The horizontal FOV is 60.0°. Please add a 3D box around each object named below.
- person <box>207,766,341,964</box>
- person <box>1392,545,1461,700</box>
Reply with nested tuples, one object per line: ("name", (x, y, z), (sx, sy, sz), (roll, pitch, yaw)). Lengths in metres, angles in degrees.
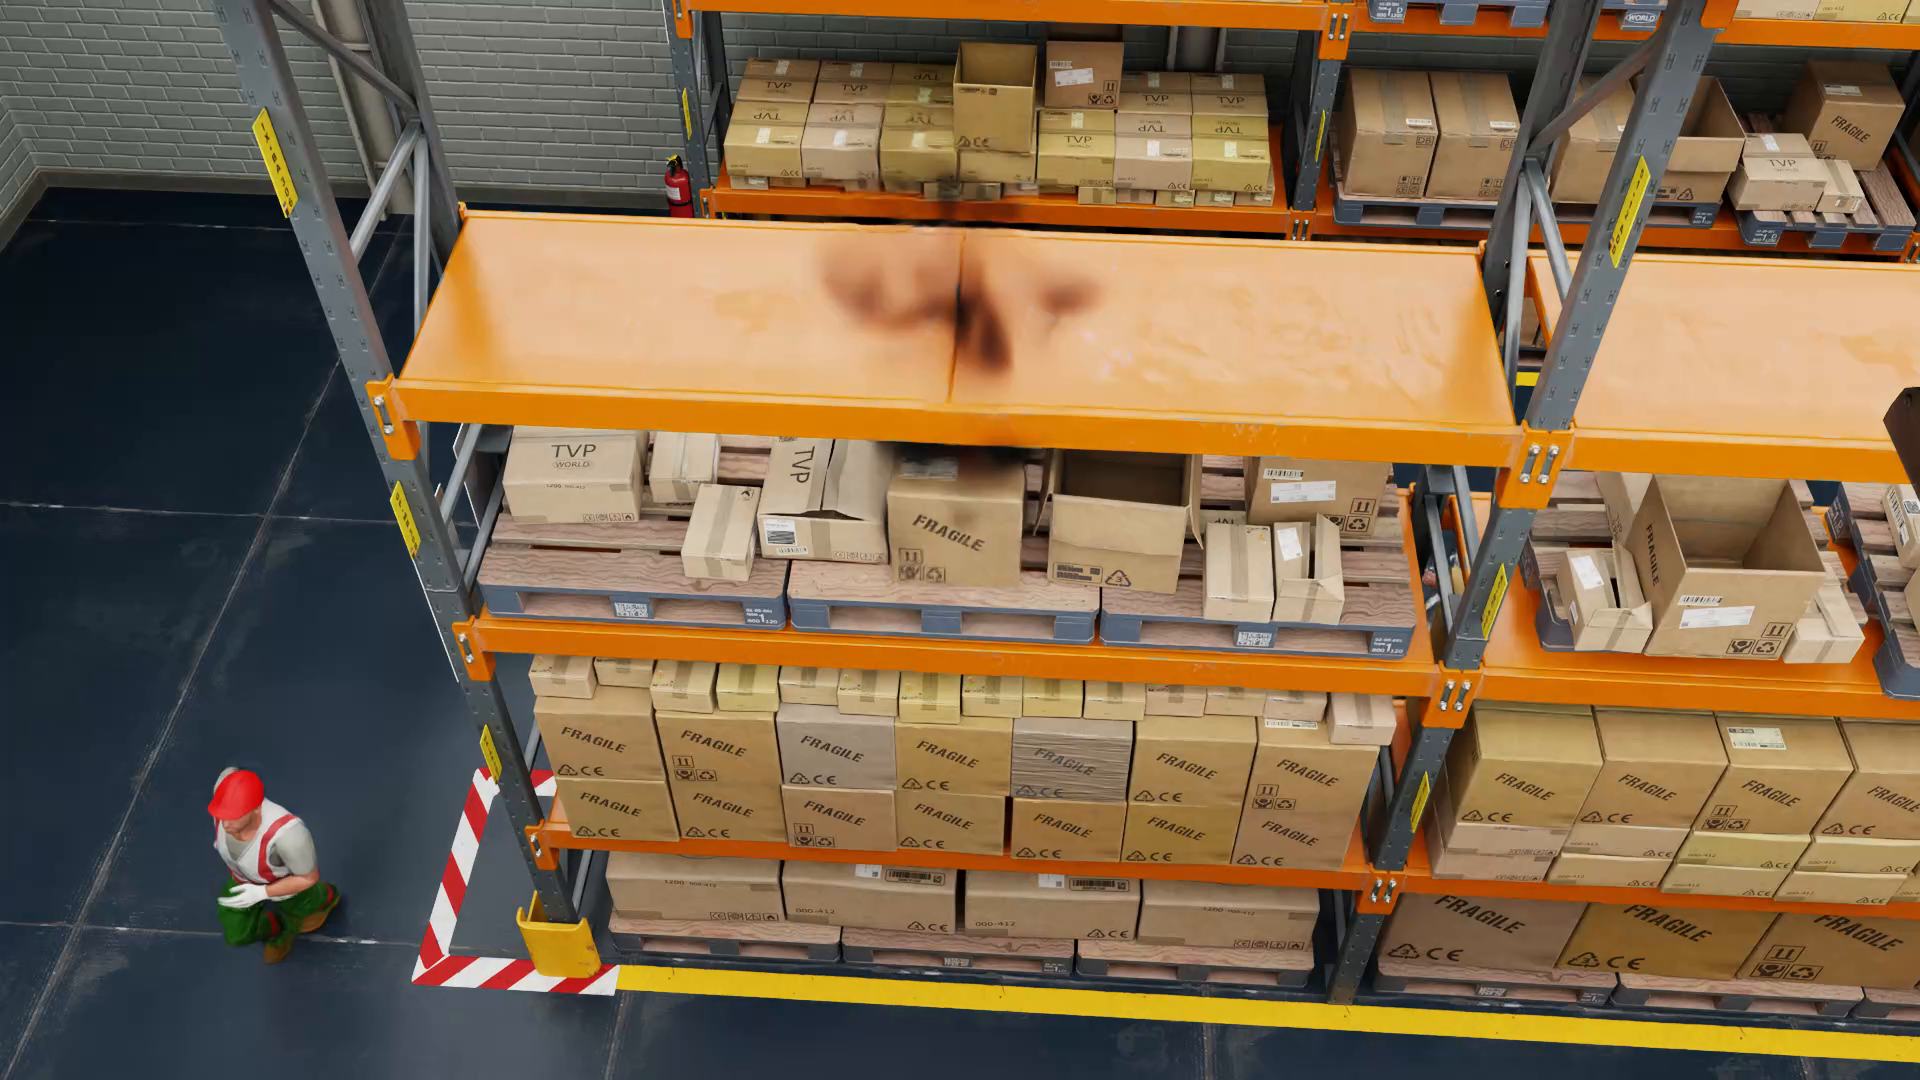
("person", (-3.306, 1.617, 8.104), (0.692, 1.777, 0.668), (14, 49, 13))
("person", (2.861, 0.386, 9.155), (1.049, 1.761, 0.704), (4, 48, 4))
